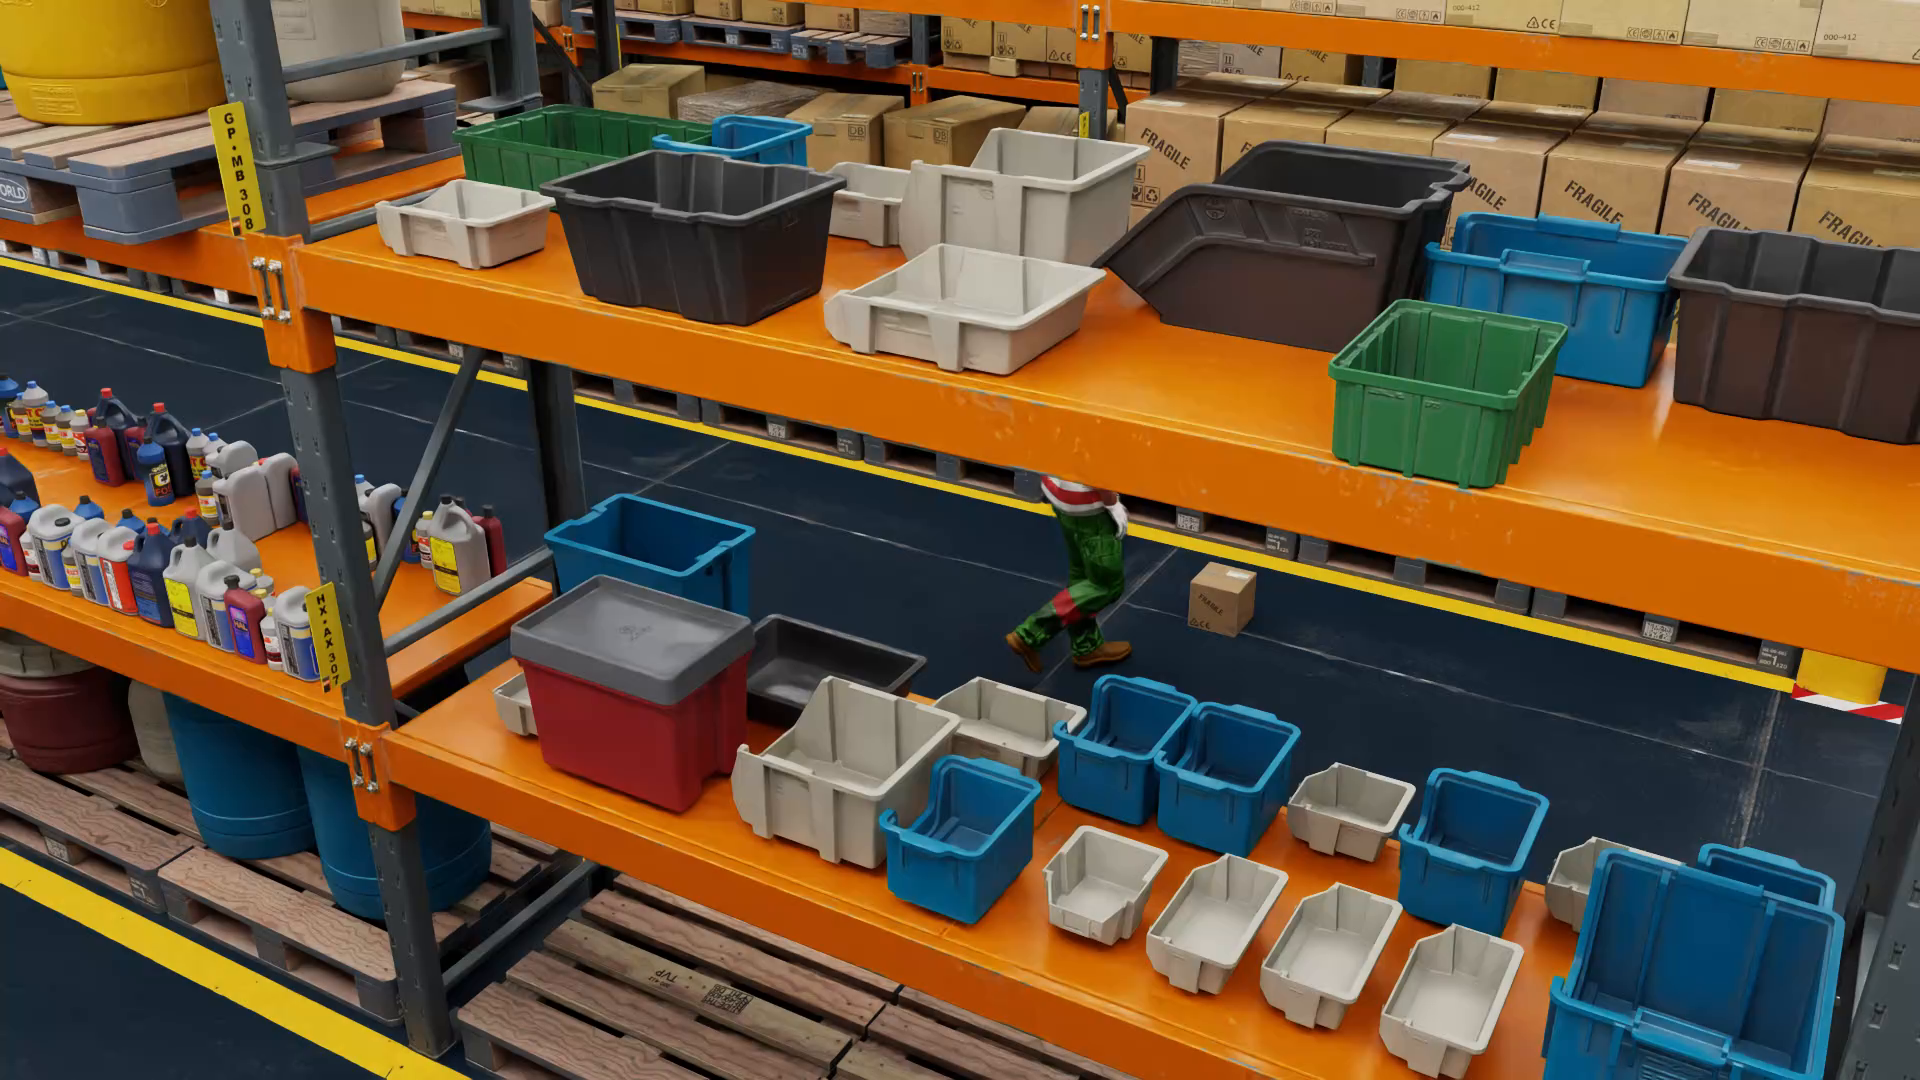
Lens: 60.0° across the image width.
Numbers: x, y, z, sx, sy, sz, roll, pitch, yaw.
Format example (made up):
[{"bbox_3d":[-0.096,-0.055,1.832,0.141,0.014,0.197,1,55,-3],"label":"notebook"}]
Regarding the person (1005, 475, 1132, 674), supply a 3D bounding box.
[{"bbox_3d":[0.503,-0.183,7.436,0.699,1.778,0.570,-8,27,-16],"label":"person"}]
